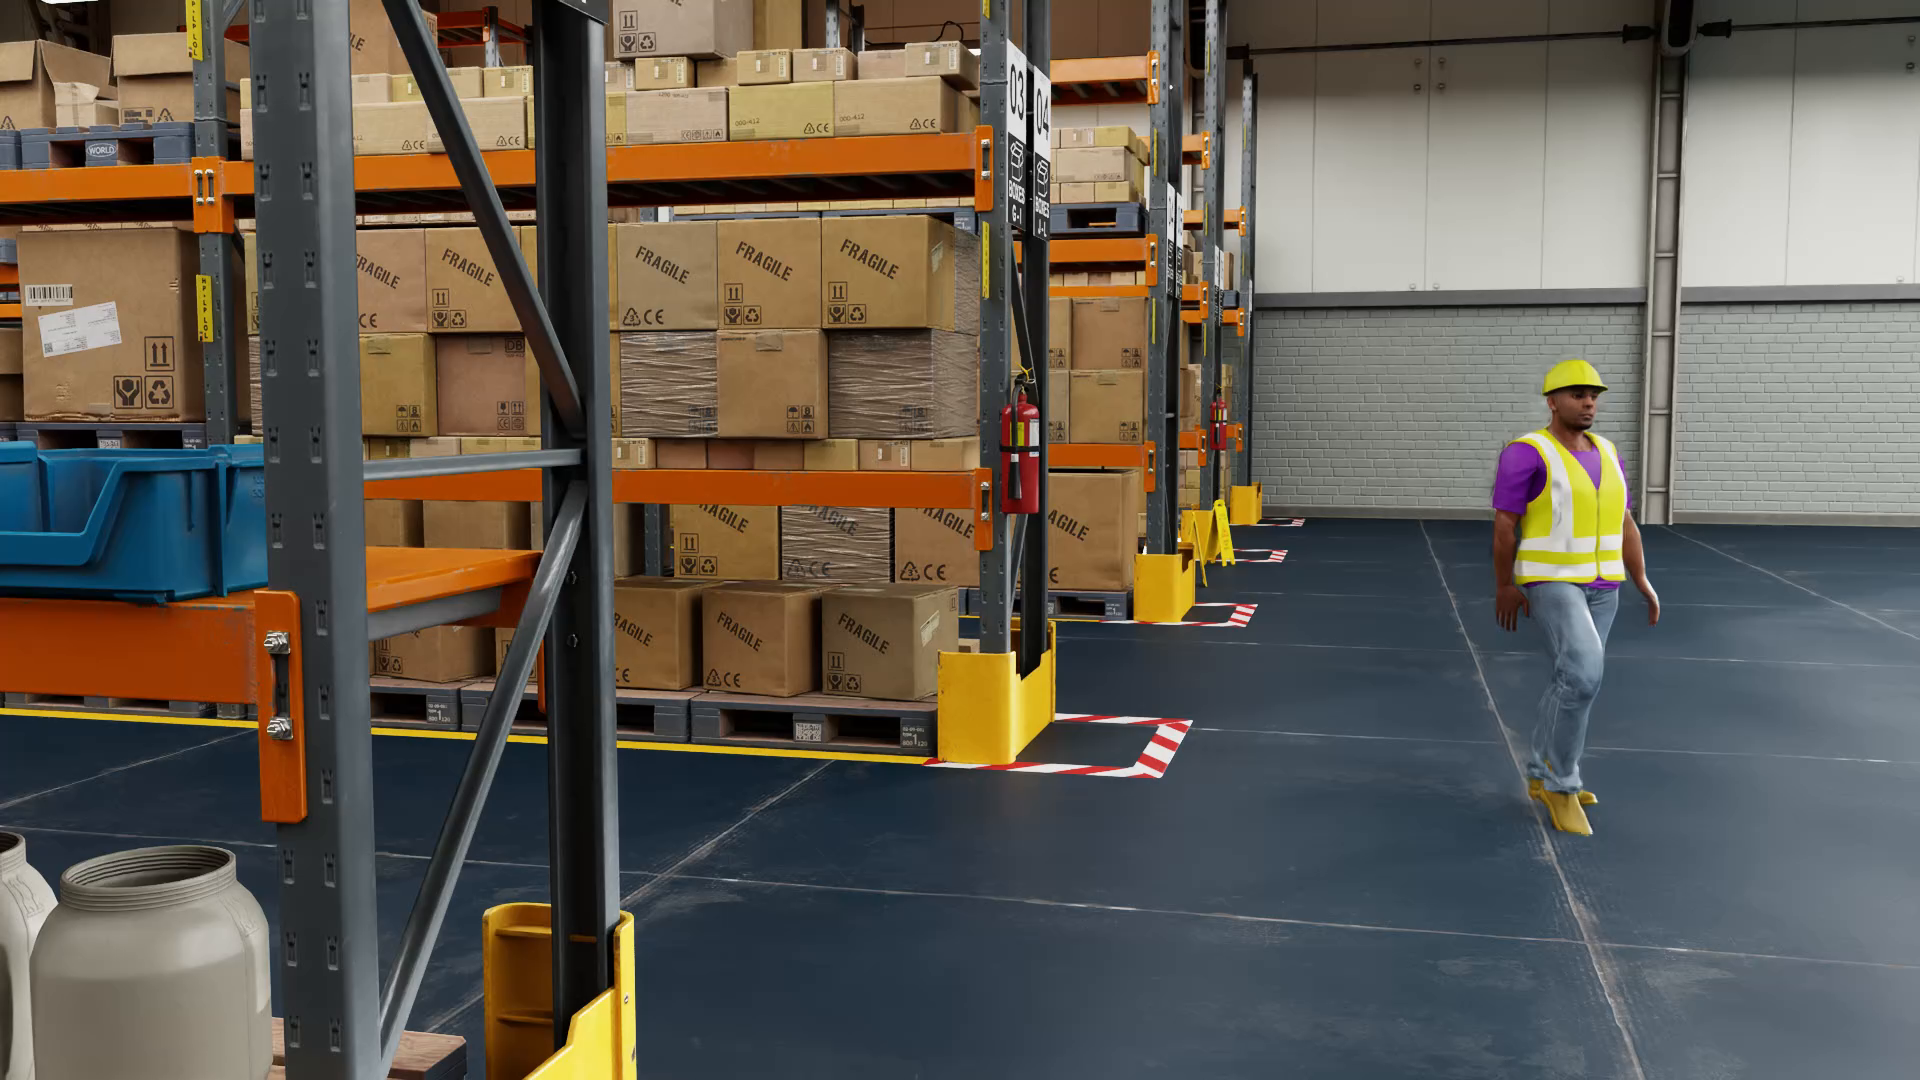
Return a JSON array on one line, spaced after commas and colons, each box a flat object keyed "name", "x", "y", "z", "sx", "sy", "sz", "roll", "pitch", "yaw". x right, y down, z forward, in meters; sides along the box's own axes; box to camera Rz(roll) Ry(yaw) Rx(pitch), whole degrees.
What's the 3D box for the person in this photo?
[{"name": "person", "x": 2.396, "y": 0.214, "z": 6.453, "sx": 0.571, "sy": 1.825, "sz": 0.514, "roll": -2, "pitch": 5, "yaw": -24}]
